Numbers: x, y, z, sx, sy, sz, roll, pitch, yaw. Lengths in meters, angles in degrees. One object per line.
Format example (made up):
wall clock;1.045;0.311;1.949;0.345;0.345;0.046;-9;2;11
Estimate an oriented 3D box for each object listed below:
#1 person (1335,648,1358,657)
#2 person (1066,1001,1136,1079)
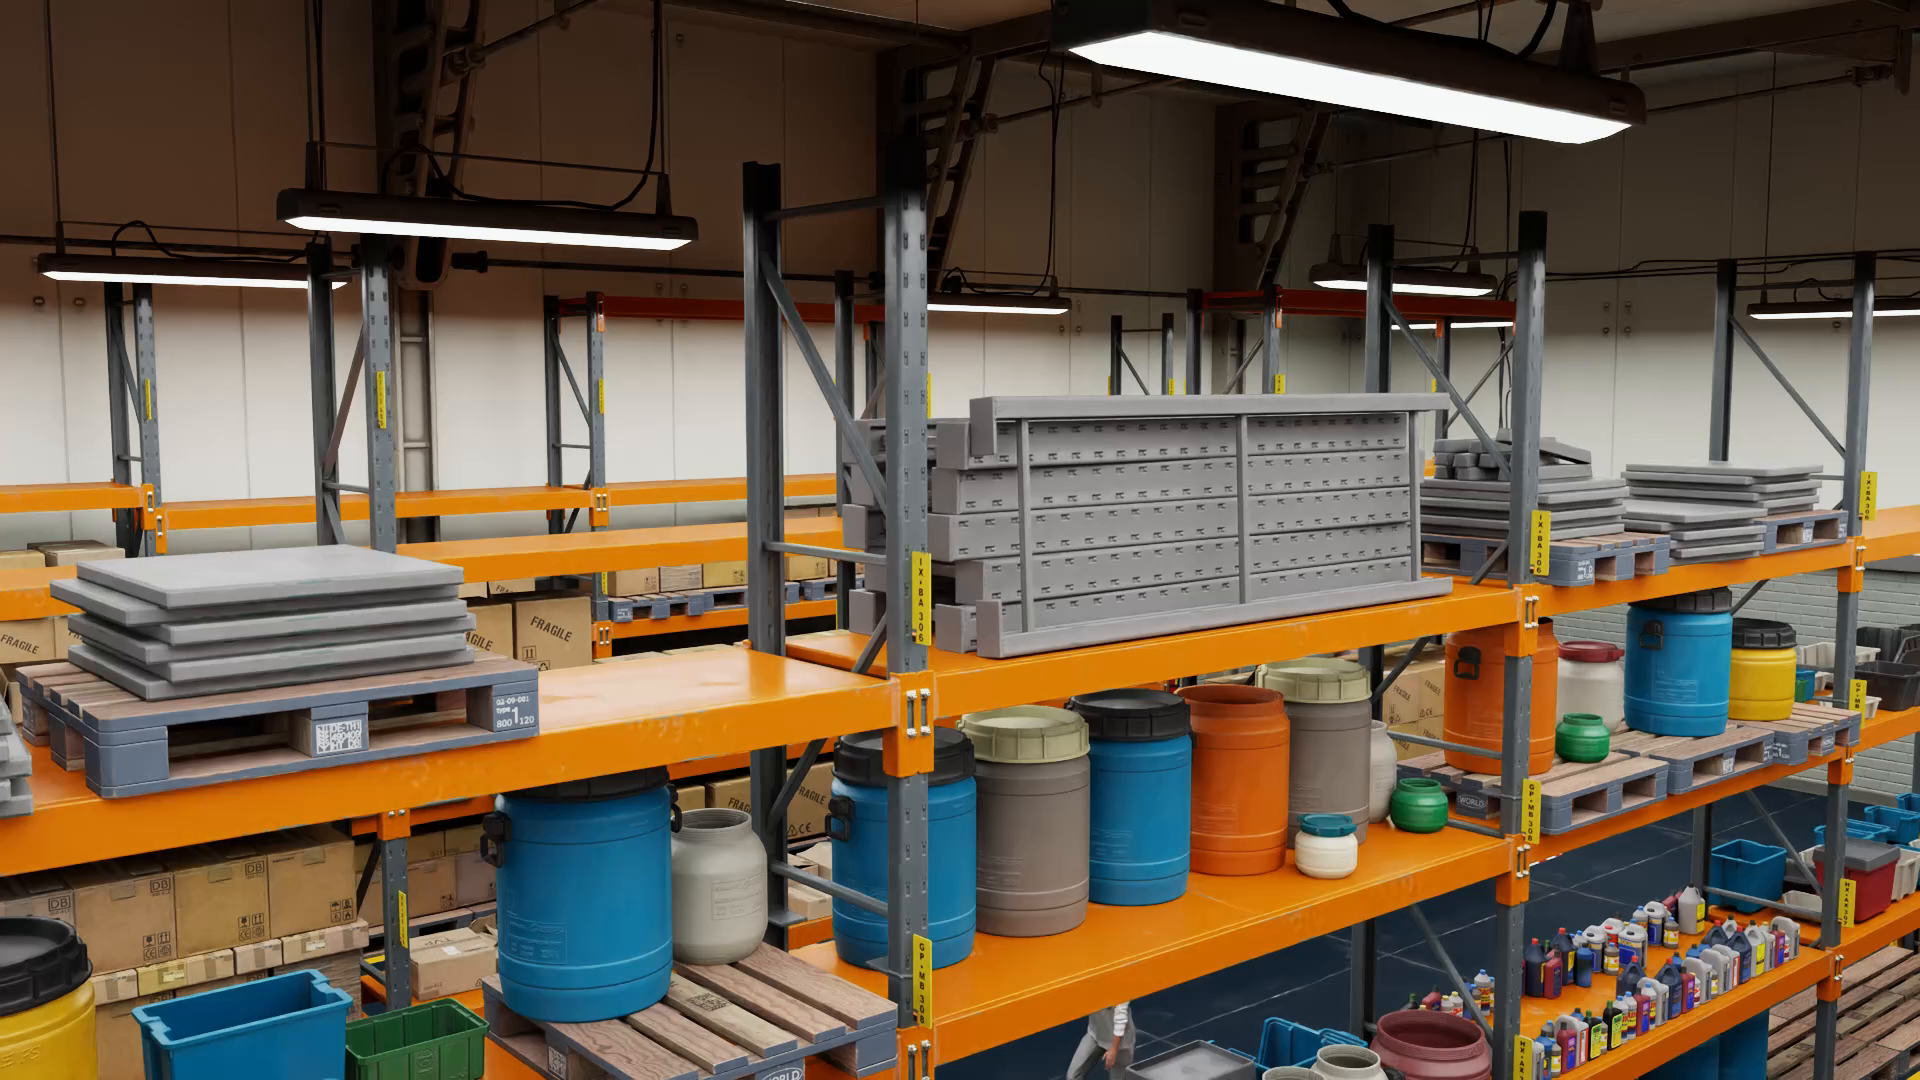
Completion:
person;5.470;2.070;23.095;0.544;1.742;1.053;-1;6;-14
person;1.005;3.341;11.222;0.904;1.477;0.407;-4;7;-35
